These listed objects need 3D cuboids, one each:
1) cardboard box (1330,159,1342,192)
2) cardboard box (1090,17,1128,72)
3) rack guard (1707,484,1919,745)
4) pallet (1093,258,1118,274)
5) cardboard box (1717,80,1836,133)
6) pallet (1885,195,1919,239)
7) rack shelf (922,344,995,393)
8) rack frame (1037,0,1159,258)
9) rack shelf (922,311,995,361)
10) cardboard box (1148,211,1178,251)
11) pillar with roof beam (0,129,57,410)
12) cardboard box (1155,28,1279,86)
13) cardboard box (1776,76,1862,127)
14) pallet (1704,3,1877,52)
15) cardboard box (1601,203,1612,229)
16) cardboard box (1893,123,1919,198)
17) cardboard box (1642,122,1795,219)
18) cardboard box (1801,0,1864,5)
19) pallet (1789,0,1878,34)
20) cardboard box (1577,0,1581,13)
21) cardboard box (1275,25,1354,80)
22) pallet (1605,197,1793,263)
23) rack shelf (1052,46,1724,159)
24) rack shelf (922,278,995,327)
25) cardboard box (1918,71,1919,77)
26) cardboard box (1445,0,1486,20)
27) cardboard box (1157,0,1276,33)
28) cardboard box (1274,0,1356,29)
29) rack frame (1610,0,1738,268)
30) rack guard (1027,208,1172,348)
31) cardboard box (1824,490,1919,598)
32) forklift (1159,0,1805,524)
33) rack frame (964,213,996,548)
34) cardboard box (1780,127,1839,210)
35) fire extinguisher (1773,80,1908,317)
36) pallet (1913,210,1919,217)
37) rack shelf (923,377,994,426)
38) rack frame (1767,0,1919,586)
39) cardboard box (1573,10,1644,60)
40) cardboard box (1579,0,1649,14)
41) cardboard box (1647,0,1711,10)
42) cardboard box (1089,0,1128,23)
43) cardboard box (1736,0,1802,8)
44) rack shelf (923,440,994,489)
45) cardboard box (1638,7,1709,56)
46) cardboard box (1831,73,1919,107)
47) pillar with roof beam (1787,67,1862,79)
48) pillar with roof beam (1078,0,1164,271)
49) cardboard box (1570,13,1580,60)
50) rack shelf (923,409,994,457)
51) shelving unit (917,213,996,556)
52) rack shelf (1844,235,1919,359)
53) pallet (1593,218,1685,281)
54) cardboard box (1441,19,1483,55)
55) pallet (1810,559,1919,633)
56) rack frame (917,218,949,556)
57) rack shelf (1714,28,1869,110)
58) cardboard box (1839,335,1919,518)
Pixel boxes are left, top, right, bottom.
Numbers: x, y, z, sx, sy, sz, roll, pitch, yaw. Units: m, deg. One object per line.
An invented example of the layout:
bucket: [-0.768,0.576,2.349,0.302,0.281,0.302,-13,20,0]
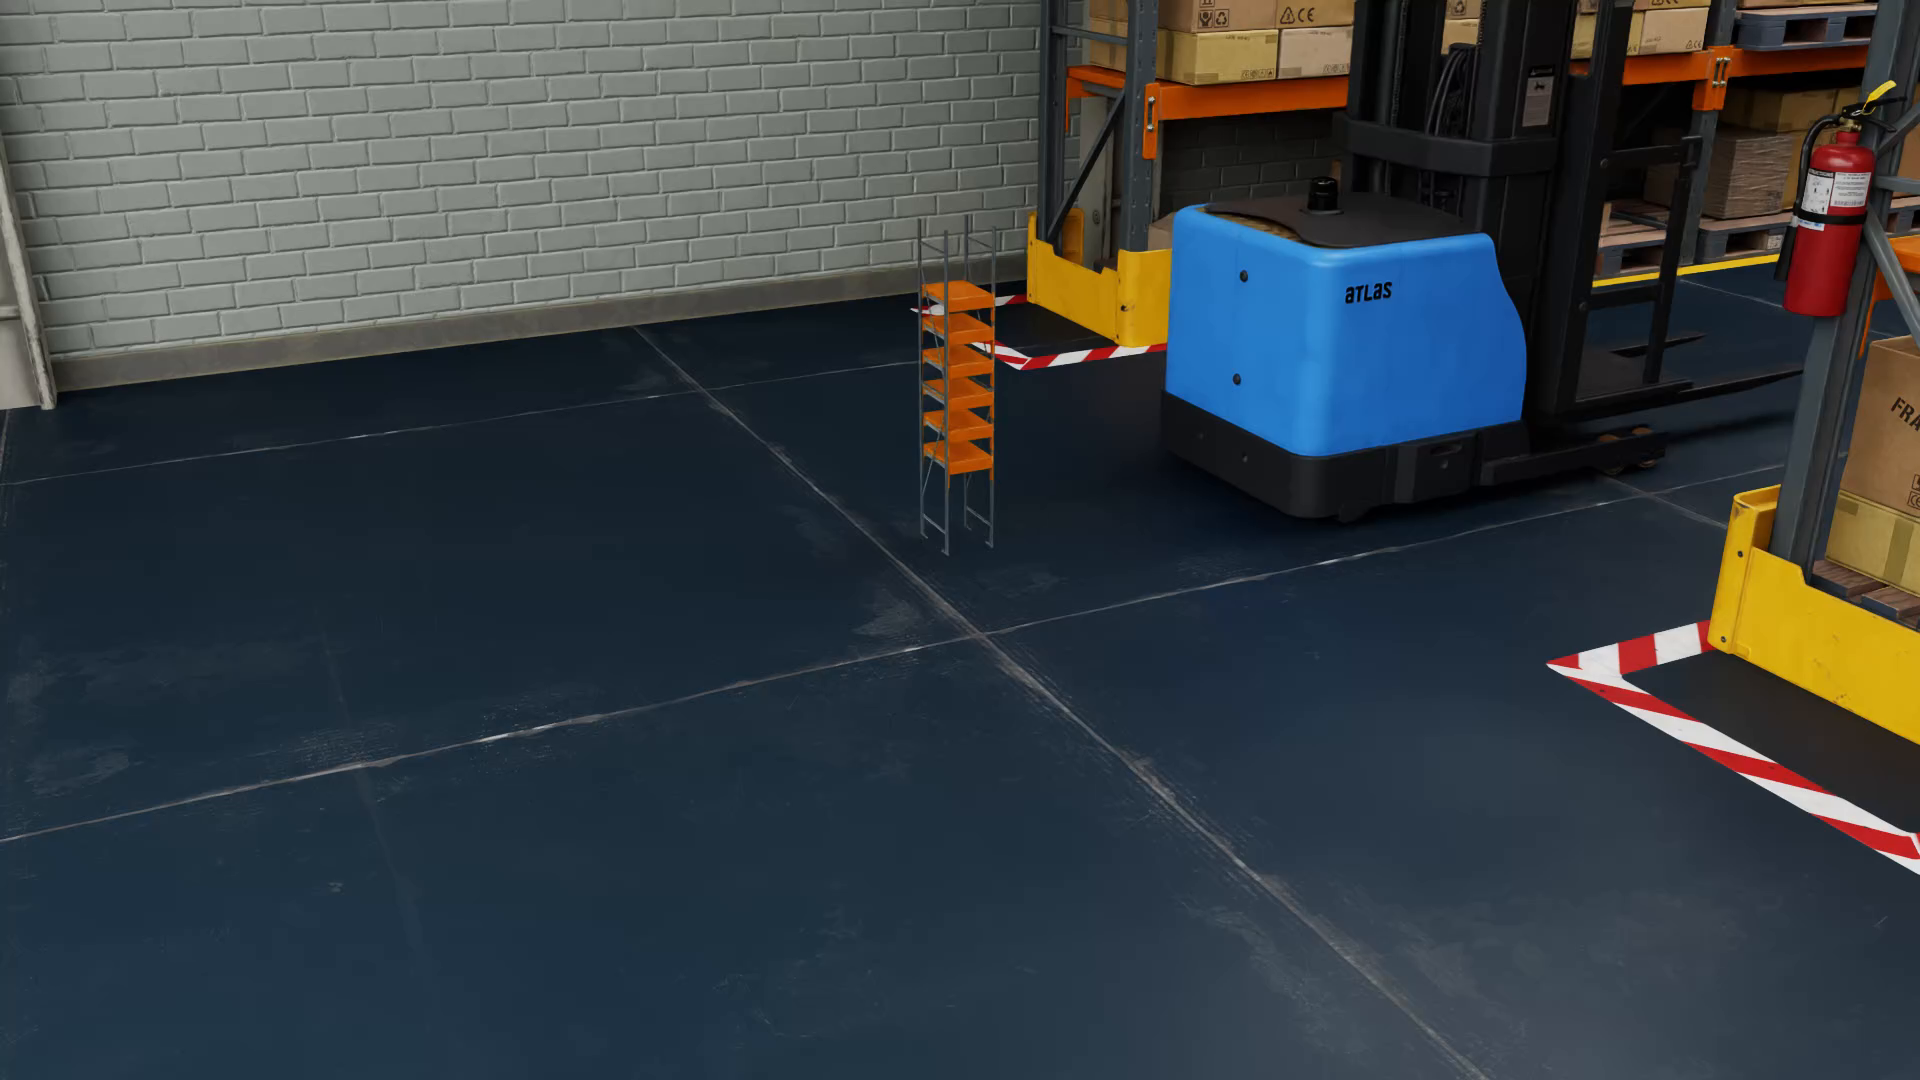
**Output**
cardboard box: [2.562,-1.930,9.683,0.500,0.500,0.700,-12,25,-27]
cardboard box: [1.040,-2.683,8.979,0.500,0.250,0.500,-10,25,-23]
rack guard: [2.833,0.267,4.952,0.348,0.500,1.175,-10,25,-24]
pallet: [1.519,-1.445,9.466,1.213,0.211,1.003,-10,25,-24]
cardboard box: [5.359,-2.859,10.947,0.500,0.250,0.500,-11,25,-25]
pallet: [6.109,-2.307,11.548,1.213,0.211,1.003,-10,25,-24]
rack shelf: [-0.013,-0.622,5.986,0.180,0.103,0.258,-10,25,-24]
rack frame: [0.703,-2.599,8.606,0.127,3.000,1.000,-10,25,-24]
rack shelf: [-0.013,-0.733,5.940,0.180,0.103,0.258,-10,25,-24]
cardboard box: [1.366,-1.643,9.238,0.500,0.311,0.500,-14,26,-30]
pillar with roof beam: [-2.581,-3.306,2.471,0.400,9.000,9.100,-10,25,-24]
cardboard box: [1.281,-2.510,8.562,0.500,0.250,0.500,-11,25,-25]
cardboard box: [5.826,-2.947,11.159,0.500,0.250,0.500,-11,25,-25]
pallet: [5.059,-3.250,10.430,1.213,0.211,1.003,-10,25,-24]
cardboard box: [3.838,-2.057,10.427,0.250,0.166,0.380,-14,26,-30]
cardboard box: [6.335,-2.699,11.541,0.500,0.500,0.700,-11,25,-24]
cardboard box: [4.963,-2.438,10.911,0.500,0.500,0.700,-10,24,-22]
cardboard box: [5.287,-3.674,10.499,0.500,0.500,0.700,-8,24,-18]
pallet: [6.146,-3.494,11.021,1.213,0.211,1.003,-10,25,-24]
cardboard box: [3.110,-3.199,9.246,0.500,0.500,0.500,-11,25,-25]
cardboard box: [1.742,-2.601,8.782,0.500,0.250,0.500,-11,25,-25]
pallet: [5.008,-2.103,11.055,1.213,0.211,1.003,-10,25,-24]
rack shelf: [2.505,-2.598,9.545,4.000,0.370,1.077,-10,25,-24]
rack shelf: [-0.013,-0.844,5.894,0.180,0.103,0.258,-10,25,-24]
cardboard box: [6.745,-3.110,11.554,0.500,0.250,0.500,-10,24,-23]
cardboard box: [2.642,-3.112,9.037,0.500,0.500,0.500,-10,24,-22]
cardboard box: [1.264,-2.861,8.428,0.500,0.500,0.500,-10,25,-24]
cardboard box: [1.713,-2.939,8.618,0.500,0.500,0.500,-10,25,-23]
rack frame: [4.307,-3.262,10.209,0.127,3.000,1.000,-10,25,-24]
rack guard: [0.772,-1.456,9.114,0.348,0.500,1.175,-10,25,-24]
cardboard box: [3.210,-0.006,5.390,0.500,0.250,0.500,-10,25,-24]
forklift: [2.395,-1.793,6.749,3.031,2.935,1.130,-11,25,-24]
rack frame: [0.069,-0.567,6.051,0.006,1.200,0.240,-10,25,-24]
cardboard box: [5.407,-2.541,11.160,0.500,0.500,0.700,-11,25,-25]
fire extinguisher: [2.547,-0.997,4.837,0.183,0.674,0.296,-10,25,-24]
pallet: [7.207,-2.508,12.033,1.213,0.211,1.003,-10,25,-24]
rack shelf: [-0.013,-0.511,6.032,0.180,0.103,0.258,-10,25,-24]
rack frame: [2.855,-0.892,4.483,0.127,3.000,1.000,-10,25,-24]
cardboard box: [3.560,-2.939,9.599,0.500,0.250,0.500,-10,25,-23]
cardboard box: [3.568,-3.279,9.438,0.500,0.500,0.500,-11,25,-24]
cardboard box: [4.016,-3.364,9.643,0.500,0.500,0.500,-10,25,-24]
cardboard box: [1.036,-3.036,8.853,0.500,0.500,0.500,-11,25,-24]
cardboard box: [4.781,-3.584,10.281,0.500,0.500,0.700,-10,25,-23]
rack shelf: [-0.013,-0.289,6.124,0.180,0.103,0.258,-10,25,-24]
cardboard box: [4.012,-3.019,9.791,0.500,0.250,0.500,-10,25,-23]
cardboard box: [6.283,-3.023,11.344,0.500,0.250,0.500,-11,25,-24]
pillar with roof beam: [8.232,-5.296,7.279,0.400,9.000,9.100,-10,25,-24]
pillar with roof beam: [2.826,-4.301,4.875,0.400,9.000,9.100,-10,25,-24]
cardboard box: [3.113,-2.850,9.384,0.500,0.250,0.500,-11,25,-24]
rack shelf: [-0.013,-0.400,6.078,0.180,0.103,0.258,-10,25,-24]
shelving unit: [-0.013,-0.552,6.015,0.189,1.200,0.258,-10,25,-24]
rack shelf: [4.657,-0.891,5.422,4.000,0.370,1.077,-10,25,-24]
pallet: [3.718,-1.850,10.443,1.213,0.211,1.003,-10,25,-24]
cardboard box: [2.660,-2.767,9.182,0.500,0.250,0.500,-10,25,-23]
pallet: [3.526,0.255,5.358,1.213,0.211,1.003,-10,25,-24]
rack frame: [-0.095,-0.537,5.978,0.006,1.200,0.240,-10,25,-24]
rack shelf: [6.110,-3.261,11.148,4.000,0.370,1.077,-10,25,-24]
cardboard box: [3.209,-0.354,5.248,0.500,0.500,0.500,-10,25,-24]
